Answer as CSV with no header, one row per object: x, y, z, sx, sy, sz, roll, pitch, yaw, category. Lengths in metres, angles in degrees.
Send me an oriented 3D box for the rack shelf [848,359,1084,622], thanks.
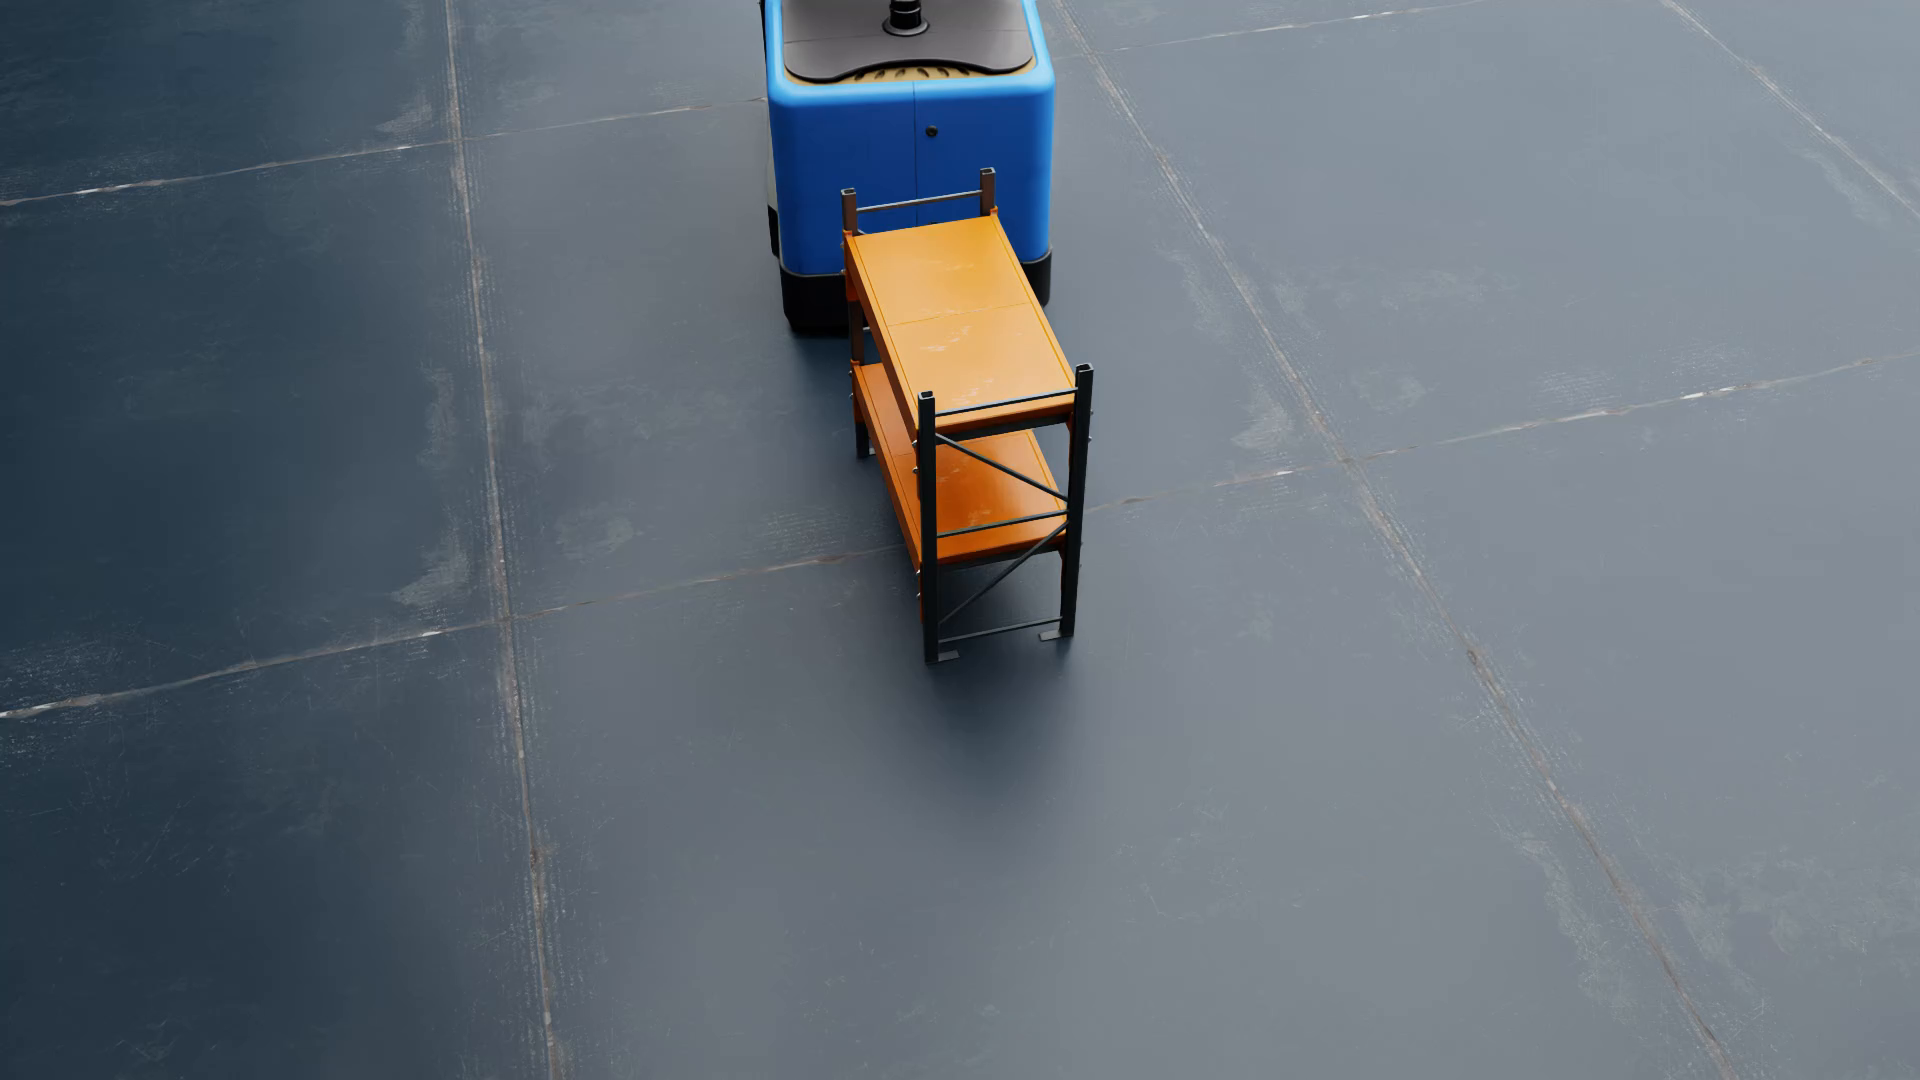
-0.002,-0.227,5.527,0.538,0.278,1.000,-11,47,-10,rack shelf

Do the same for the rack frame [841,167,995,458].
-0.132,-0.749,5.697,0.500,1.125,0.032,-11,47,-10,rack frame

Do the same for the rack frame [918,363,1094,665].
0.128,-0.047,5.009,0.500,1.125,0.032,-11,47,-10,rack frame

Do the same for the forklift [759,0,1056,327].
-0.307,-2.910,6.549,1.130,2.935,3.031,-4,46,-4,forklift

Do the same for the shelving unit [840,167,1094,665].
-0.002,-0.398,5.353,0.538,1.125,1.048,-11,47,-10,shelving unit

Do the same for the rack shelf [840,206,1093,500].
-0.002,-0.603,5.144,0.538,0.278,1.000,-11,47,-10,rack shelf
